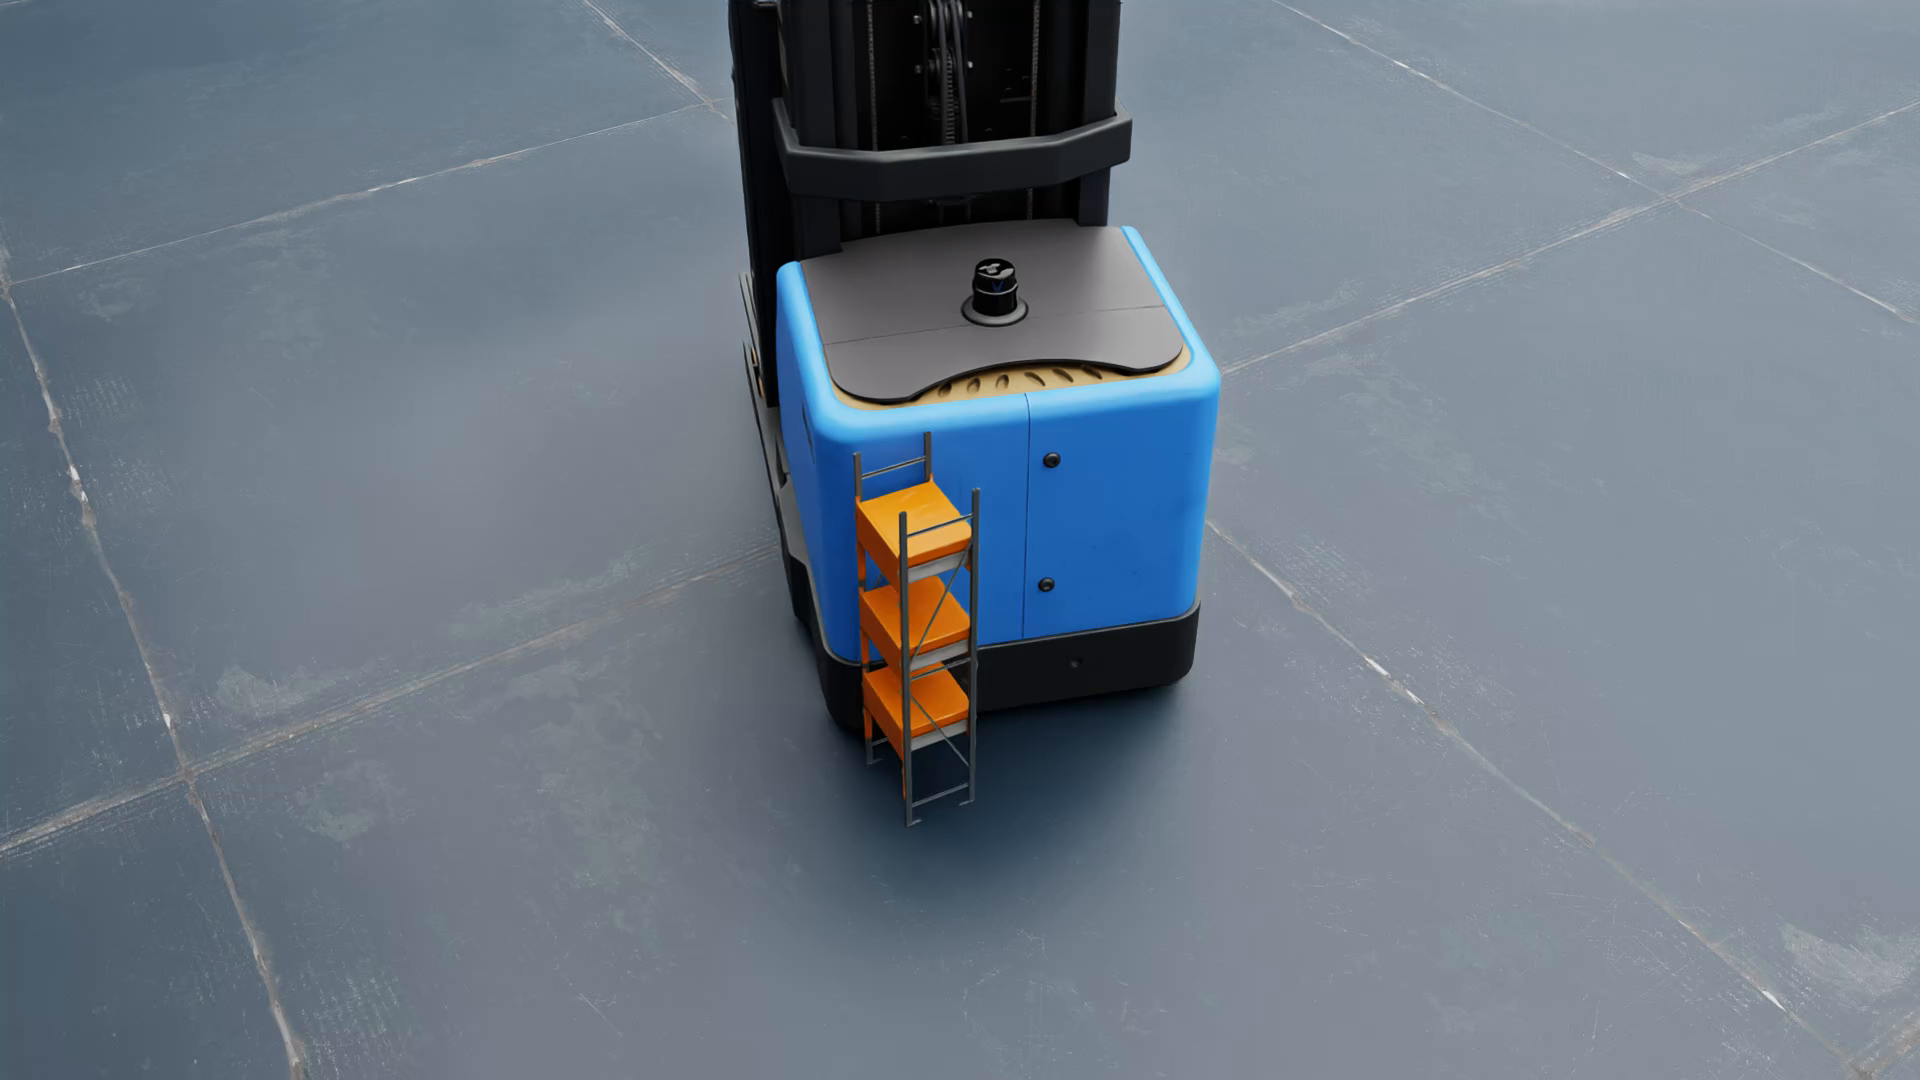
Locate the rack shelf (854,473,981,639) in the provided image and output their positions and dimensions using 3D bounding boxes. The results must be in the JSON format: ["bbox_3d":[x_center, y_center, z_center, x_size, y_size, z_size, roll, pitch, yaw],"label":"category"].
[{"bbox_3d":[-0.103,0.037,3.958,0.215,0.259,0.240,-18,43,-21],"label":"rack shelf"}]

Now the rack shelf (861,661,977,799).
[{"bbox_3d":[-0.106,0.469,4.316,0.215,0.259,0.240,-18,43,-21],"label":"rack shelf"}]

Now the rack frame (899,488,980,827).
[{"bbox_3d":[-0.049,0.317,4.049,0.200,1.050,0.008,-18,43,-21],"label":"rack frame"}]

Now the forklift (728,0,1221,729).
[{"bbox_3d":[-0.144,-1.561,4.834,1.130,2.935,3.031,-8,40,-9],"label":"forklift"}]

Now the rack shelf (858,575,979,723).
[{"bbox_3d":[-0.105,0.255,4.139,0.215,0.259,0.240,-18,43,-21],"label":"rack shelf"}]

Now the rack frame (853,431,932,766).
[{"bbox_3d":[-0.160,0.178,4.215,0.200,1.050,0.008,-18,43,-21],"label":"rack frame"}]

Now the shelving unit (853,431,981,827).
[{"bbox_3d":[-0.104,0.247,4.132,0.215,1.050,0.252,-18,43,-21],"label":"shelving unit"}]
